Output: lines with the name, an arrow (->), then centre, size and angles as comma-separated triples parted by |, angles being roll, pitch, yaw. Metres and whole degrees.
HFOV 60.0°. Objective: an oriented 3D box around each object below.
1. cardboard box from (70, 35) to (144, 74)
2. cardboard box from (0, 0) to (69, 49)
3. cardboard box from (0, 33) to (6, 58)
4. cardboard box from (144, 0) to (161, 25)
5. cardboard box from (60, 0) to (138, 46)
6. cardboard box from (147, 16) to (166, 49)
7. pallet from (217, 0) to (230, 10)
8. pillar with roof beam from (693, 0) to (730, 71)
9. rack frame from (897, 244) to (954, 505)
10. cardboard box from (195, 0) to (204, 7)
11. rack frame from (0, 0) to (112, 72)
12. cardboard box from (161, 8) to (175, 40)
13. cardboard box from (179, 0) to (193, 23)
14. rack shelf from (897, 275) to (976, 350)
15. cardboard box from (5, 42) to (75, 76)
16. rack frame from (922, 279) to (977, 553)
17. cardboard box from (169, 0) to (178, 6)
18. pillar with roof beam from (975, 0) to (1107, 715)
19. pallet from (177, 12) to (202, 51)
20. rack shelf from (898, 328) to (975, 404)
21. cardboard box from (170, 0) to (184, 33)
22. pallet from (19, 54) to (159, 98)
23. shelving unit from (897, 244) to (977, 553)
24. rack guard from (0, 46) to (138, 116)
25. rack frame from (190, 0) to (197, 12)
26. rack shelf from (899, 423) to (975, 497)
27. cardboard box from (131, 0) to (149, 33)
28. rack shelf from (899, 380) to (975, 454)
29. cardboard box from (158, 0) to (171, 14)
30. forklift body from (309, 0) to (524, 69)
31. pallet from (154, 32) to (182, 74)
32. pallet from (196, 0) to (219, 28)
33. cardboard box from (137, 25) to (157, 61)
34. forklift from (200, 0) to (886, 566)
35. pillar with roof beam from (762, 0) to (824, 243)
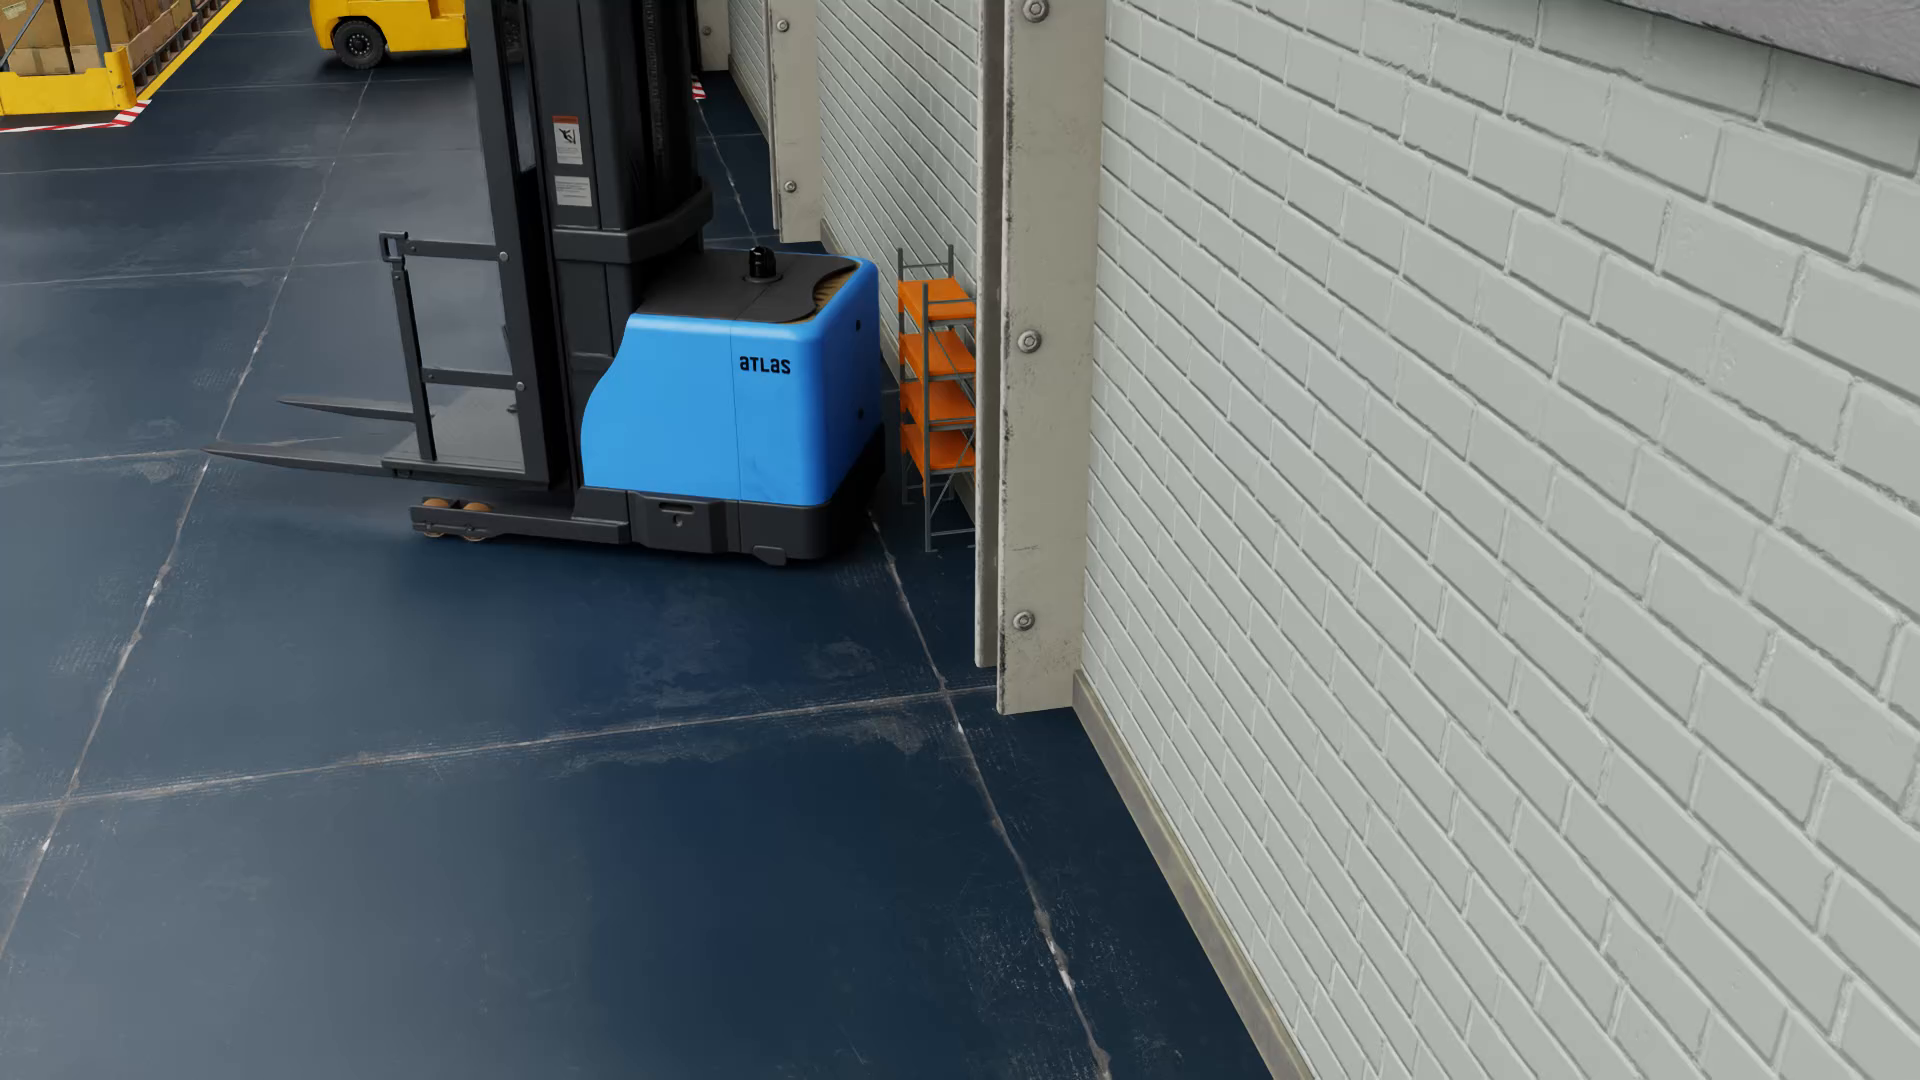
cardboard box -> -7.923, -4.517, 15.457 | 0.500, 0.250, 0.500 | -6, 27, -12
cardboard box -> -8.445, -4.795, 15.175 | 0.500, 0.500, 0.500 | -6, 27, -11
cardboard box -> -9.996, -5.208, 17.011 | 0.500, 0.500, 0.500 | 13, 30, 24
cardboard box -> -8.156, -5.313, 16.200 | 0.500, 0.500, 0.500 | -5, 27, -11
cardboard box -> -7.929, -4.863, 15.308 | 0.500, 0.500, 0.500 | -7, 28, -13
cardboard box -> -8.166, -4.981, 16.374 | 0.500, 0.250, 0.500 | -4, 27, -8
pallet -> -9.367, -6.565, 20.022 | 1.003, 0.211, 1.213 | -6, 27, -12
pillar with roof beam -> -6.649, -8.319, 13.745 | 9.100, 9.000, 0.400 | -6, 27, -12
rack frame -> -0.145, -0.709, 7.324 | 0.240, 1.200, 0.015 | -6, 27, -12
cardboard box -> -9.033, -6.176, 18.607 | 0.950, 0.372, 0.625 | -6, 27, -11
rack frame -> -8.011, -5.175, 14.175 | 1.000, 3.000, 0.127 | -6, 27, -12
cardboard box -> -8.277, -5.203, 16.814 | 0.500, 0.250, 0.500 | -6, 27, -11
cardboard box -> -8.517, -5.659, 17.718 | 0.500, 0.250, 0.500 | -5, 27, -9
rack shelf -> -0.089, -0.953, 6.935 | 0.258, 0.148, 0.480 | -6, 27, -12
cardboard box -> -8.460, -4.473, 15.369 | 0.500, 0.250, 0.500 | -6, 27, -12
rack frame -> -0.031, -0.496, 6.900 | 0.240, 1.200, 0.015 | -6, 27, -12
cardboard box -> -8.401, -5.770, 17.107 | 0.500, 0.500, 0.500 | -5, 27, -11
pillar with roof beam -> -3.944, -3.051, 3.308 | 9.100, 9.000, 0.400 | -6, 27, -12
pallet -> -8.726, -5.395, 17.705 | 1.003, 0.211, 1.213 | -6, 27, -12
rack shelf -> -0.089, -0.742, 7.041 | 0.258, 0.148, 0.480 | -6, 27, -12
cardboard box -> -8.387, -5.426, 17.257 | 0.500, 0.250, 0.500 | -7, 28, -13
pallet -> -8.176, -4.324, 15.583 | 1.003, 0.211, 1.213 | -6, 27, -12
shelving unit -> -0.088, -0.603, 7.112 | 0.258, 1.200, 0.503 | -6, 27, -12
rack guard -> -8.028, -4.093, 14.804 | 1.175, 0.500, 0.348 | -6, 27, -12
rack frame -> -8.912, -6.931, 17.654 | 1.000, 3.000, 0.127 | -6, 27, -12
rack shelf -> -0.088, -0.365, 7.232 | 0.258, 0.148, 0.480 | -6, 27, -12
cardboard box -> -8.051, -5.092, 15.762 | 0.500, 0.500, 0.500 | -7, 28, -14
rack shelf -> -0.088, -0.543, 7.142 | 0.258, 0.148, 0.480 | -6, 27, -12
cardboard box -> -8.285, -5.547, 16.663 | 0.500, 0.500, 0.500 | -5, 27, -9
forklift body -> -5.380, -5.949, 16.650 | 2.313, 2.155, 1.214 | -6, 27, -12
pallet -> -8.448, -4.859, 16.642 | 1.003, 0.211, 1.213 | -6, 27, -12
pallet -> -9.089, -6.028, 18.959 | 1.003, 0.211, 1.213 | -6, 27, -12
cardboard box -> -8.031, -4.742, 15.902 | 0.500, 0.250, 0.500 | -5, 27, -10
forklift -> -1.918, -1.527, 7.023 | 3.031, 2.935, 1.130 | 6, 27, 11
pillar with roof beam -> -5.296, -5.685, 8.527 | 9.100, 9.000, 0.400 | -6, 27, -12
